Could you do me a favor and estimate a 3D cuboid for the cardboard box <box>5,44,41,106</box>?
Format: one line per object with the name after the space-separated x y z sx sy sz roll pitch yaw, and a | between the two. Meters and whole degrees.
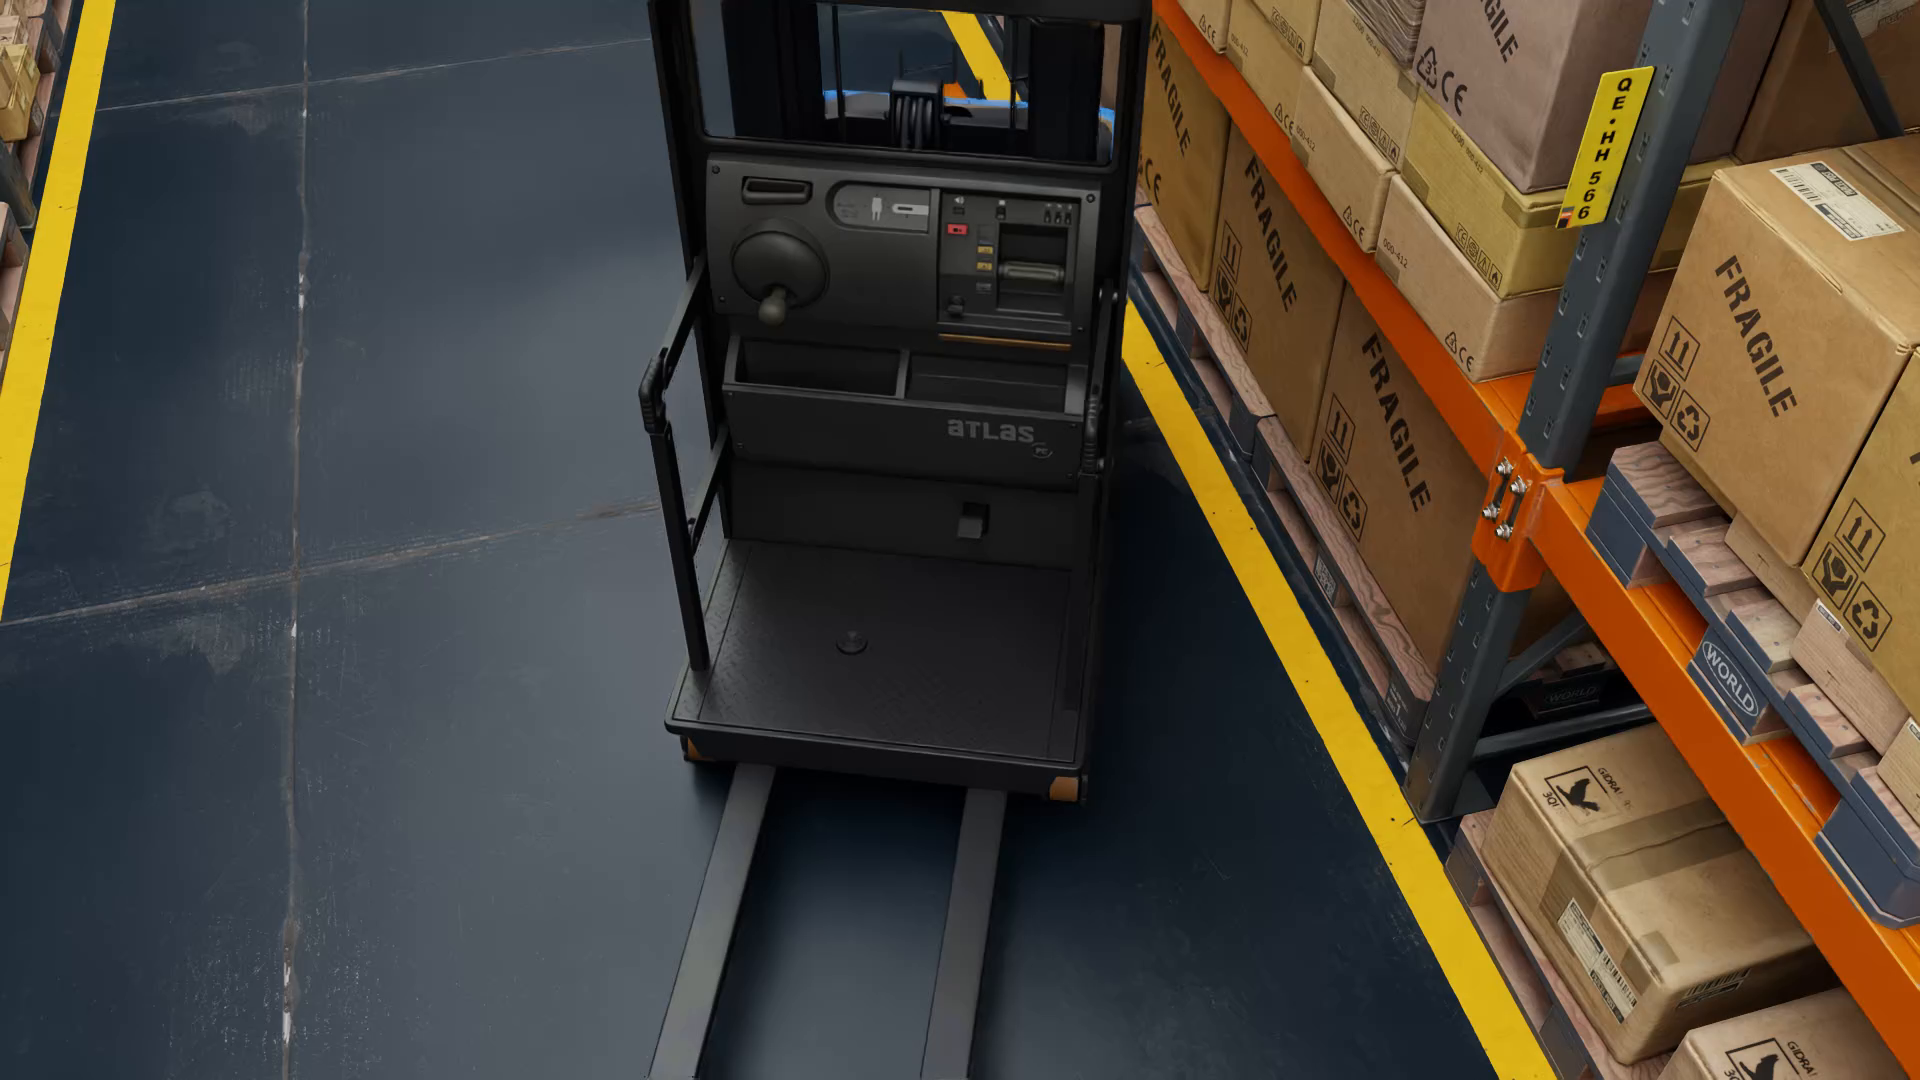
-3.924 -1.839 6.654 0.380 0.149 0.250 -9 46 -9 | cardboard box

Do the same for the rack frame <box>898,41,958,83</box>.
-0.101 -1.212 5.702 0.200 1.050 0.008 -15 48 -14 | rack frame

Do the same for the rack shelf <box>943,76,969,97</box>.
-0.058 -1.321 5.427 0.215 0.259 0.240 -15 48 -14 | rack shelf

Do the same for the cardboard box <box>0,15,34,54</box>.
-4.038 -2.001 6.813 0.380 0.149 0.250 -11 47 -11 | cardboard box

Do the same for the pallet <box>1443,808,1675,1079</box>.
1.908 1.107 4.018 1.003 0.211 1.213 -11 47 -10 | pallet

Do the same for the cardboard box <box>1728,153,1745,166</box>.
1.819 -0.927 3.813 0.500 0.250 0.500 -11 47 -11 | cardboard box

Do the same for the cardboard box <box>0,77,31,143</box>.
-3.856 -1.655 6.474 0.380 0.149 0.250 -13 47 -12 | cardboard box

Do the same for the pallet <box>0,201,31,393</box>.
-3.873 -0.683 5.771 1.003 0.211 1.213 -11 47 -10 | pallet

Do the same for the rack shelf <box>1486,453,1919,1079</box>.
2.222 1.223 2.455 1.077 0.370 4.000 -11 47 -10 | rack shelf

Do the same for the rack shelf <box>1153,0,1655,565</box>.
1.198 -1.538 5.161 1.077 0.370 4.000 -11 47 -10 | rack shelf

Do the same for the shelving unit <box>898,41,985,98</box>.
-0.058 -1.131 5.622 0.215 1.050 0.252 -15 48 -14 | shelving unit

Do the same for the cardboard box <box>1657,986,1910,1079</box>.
2.041 1.263 3.457 0.950 0.372 0.625 -12 47 -11 | cardboard box

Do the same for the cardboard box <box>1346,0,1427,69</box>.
1.185 -1.456 3.807 0.500 0.500 0.500 -10 46 -10 | cardboard box

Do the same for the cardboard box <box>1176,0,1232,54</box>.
0.912 -1.706 4.926 0.500 0.250 0.500 -11 47 -11 | cardboard box

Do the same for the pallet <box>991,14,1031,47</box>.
0.567 -2.734 7.782 1.003 0.211 1.213 -11 47 -10 | pallet

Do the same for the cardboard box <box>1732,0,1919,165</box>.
1.820 -1.179 3.536 0.500 0.500 0.500 -12 47 -12 | cardboard box

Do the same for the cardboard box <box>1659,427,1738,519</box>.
1.613 -0.210 3.237 0.380 0.149 0.250 -13 47 -13 | cardboard box

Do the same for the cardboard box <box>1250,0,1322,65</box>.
1.055 -1.523 4.397 0.500 0.250 0.500 -12 47 -11 | cardboard box

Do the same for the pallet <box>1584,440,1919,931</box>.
1.995 0.130 3.156 1.213 0.211 1.003 -11 47 -10 | pallet

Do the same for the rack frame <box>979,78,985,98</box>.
-0.015 -1.049 5.543 0.200 1.050 0.008 -15 48 -14 | rack frame

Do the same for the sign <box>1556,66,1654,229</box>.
1.174 -0.711 3.036 0.100 0.325 0.005 -11 47 -10 | sign

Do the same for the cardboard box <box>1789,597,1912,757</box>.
1.679 0.189 2.847 0.380 0.149 0.250 -14 47 -13 | cardboard box

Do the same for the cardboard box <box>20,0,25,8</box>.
-4.254 -2.347 7.152 0.380 0.149 0.250 -13 47 -12 | cardboard box

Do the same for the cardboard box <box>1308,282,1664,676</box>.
1.613 -0.305 4.642 0.875 0.875 0.875 -11 47 -11 | cardboard box

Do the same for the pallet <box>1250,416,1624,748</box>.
1.581 0.009 5.094 1.003 0.211 1.213 -11 47 -10 | pallet

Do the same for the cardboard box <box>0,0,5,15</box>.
-4.172 -2.265 6.863 0.380 0.149 0.250 -13 47 -12 | cardboard box

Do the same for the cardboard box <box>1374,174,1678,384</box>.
1.329 -0.658 3.900 0.500 0.250 0.500 -12 47 -12 | cardboard box

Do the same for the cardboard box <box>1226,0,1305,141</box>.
1.070 -1.359 4.587 0.500 0.250 0.500 -11 47 -11 | cardboard box

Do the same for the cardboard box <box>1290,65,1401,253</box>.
1.183 -1.008 4.243 0.500 0.250 0.500 -10 46 -10 | cardboard box

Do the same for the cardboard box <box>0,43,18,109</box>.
-3.857 -1.758 6.367 0.380 0.149 0.250 -9 46 -8 | cardboard box

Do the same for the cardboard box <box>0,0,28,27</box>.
-4.151 -2.167 6.976 0.380 0.149 0.250 -12 47 -11 | cardboard box

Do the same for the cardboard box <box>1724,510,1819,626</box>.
1.653 -0.009 3.040 0.380 0.149 0.250 -13 47 -13 | cardboard box

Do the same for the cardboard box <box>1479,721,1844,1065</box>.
1.845 0.755 3.955 0.950 0.372 0.625 -14 47 -13 | cardboard box

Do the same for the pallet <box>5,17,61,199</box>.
-4.280 -1.677 6.746 1.003 0.211 1.213 -11 47 -10 | pallet

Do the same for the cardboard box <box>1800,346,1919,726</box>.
1.742 0.016 2.562 0.500 0.500 0.500 -9 46 -8 | cardboard box

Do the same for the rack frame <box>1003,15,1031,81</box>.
0.686 -3.171 6.257 1.000 3.000 0.127 -11 47 -10 | rack frame

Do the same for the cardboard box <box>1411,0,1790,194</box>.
1.325 -1.103 3.461 0.500 0.500 0.500 -12 47 -11 | cardboard box

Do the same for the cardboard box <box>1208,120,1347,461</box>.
1.389 -0.921 5.246 0.875 0.875 0.875 -10 46 -10 | cardboard box

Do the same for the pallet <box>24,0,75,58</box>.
-4.595 -2.521 7.573 1.003 0.211 1.213 -11 47 -10 | pallet

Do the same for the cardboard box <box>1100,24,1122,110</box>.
0.922 -2.161 6.461 0.875 0.875 0.875 -9 46 -9 | cardboard box

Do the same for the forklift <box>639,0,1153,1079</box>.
-0.166 -0.586 3.772 1.130 2.935 3.031 6 46 5 | forklift

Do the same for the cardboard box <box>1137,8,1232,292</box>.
1.161 -1.539 5.851 0.875 0.875 0.875 -9 46 -9 | cardboard box

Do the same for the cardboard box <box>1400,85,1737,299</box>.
1.340 -0.820 3.708 0.500 0.250 0.500 -11 47 -10 | cardboard box

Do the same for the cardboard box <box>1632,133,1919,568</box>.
1.601 -0.342 2.913 0.500 0.500 0.500 -12 47 -11 | cardboard box

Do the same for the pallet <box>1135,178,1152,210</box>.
0.956 -1.676 6.745 1.003 0.211 1.213 -11 47 -10 | pallet

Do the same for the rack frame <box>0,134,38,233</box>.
-4.073 -2.196 5.302 1.000 3.000 0.127 -11 47 -10 | rack frame

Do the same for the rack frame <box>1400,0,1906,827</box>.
1.710 -0.409 3.551 1.000 3.000 0.127 -11 47 -10 | rack frame

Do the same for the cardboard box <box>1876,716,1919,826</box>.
1.729 0.382 2.657 0.380 0.149 0.250 -10 47 -10 | cardboard box

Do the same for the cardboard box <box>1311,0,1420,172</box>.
1.205 -1.173 4.054 0.500 0.250 0.500 -12 47 -11 | cardboard box

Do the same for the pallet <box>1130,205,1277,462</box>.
1.272 -0.832 5.918 1.003 0.211 1.213 -11 47 -10 | pallet
